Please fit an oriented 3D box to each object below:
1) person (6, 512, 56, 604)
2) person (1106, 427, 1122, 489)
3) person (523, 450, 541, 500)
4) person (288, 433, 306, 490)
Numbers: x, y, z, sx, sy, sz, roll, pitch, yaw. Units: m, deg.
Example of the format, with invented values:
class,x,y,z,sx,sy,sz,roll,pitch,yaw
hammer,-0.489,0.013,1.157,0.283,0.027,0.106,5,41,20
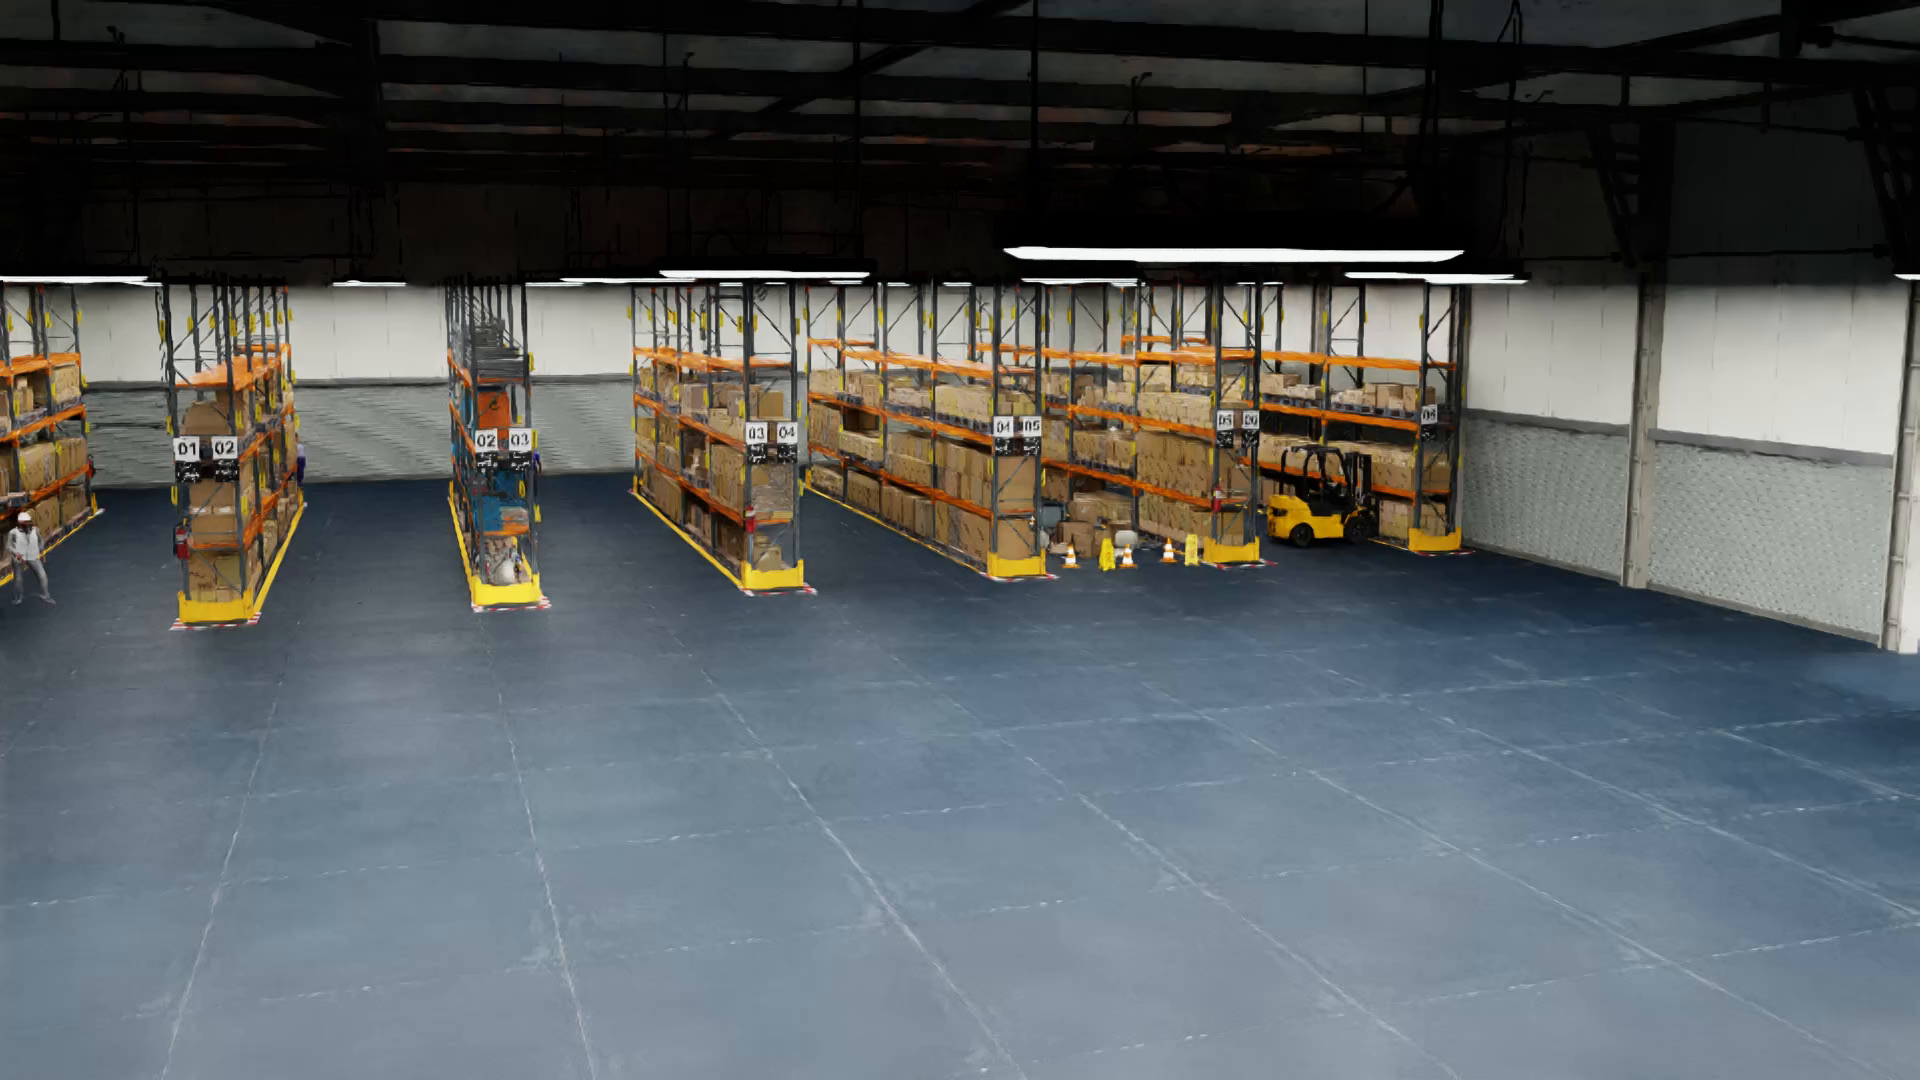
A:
class,x,y,z,sx,sy,sz,roll,pitch,yaw
person,-16.967,0.319,30.245,0.682,1.712,0.800,-7,11,-38
person,4.357,-2.361,47.755,0.594,1.763,0.681,0,9,2
person,-11.703,-1.883,45.268,0.593,1.603,0.509,-3,9,-21
person,-19.008,-2.223,47.366,0.515,1.641,0.679,5,10,29
